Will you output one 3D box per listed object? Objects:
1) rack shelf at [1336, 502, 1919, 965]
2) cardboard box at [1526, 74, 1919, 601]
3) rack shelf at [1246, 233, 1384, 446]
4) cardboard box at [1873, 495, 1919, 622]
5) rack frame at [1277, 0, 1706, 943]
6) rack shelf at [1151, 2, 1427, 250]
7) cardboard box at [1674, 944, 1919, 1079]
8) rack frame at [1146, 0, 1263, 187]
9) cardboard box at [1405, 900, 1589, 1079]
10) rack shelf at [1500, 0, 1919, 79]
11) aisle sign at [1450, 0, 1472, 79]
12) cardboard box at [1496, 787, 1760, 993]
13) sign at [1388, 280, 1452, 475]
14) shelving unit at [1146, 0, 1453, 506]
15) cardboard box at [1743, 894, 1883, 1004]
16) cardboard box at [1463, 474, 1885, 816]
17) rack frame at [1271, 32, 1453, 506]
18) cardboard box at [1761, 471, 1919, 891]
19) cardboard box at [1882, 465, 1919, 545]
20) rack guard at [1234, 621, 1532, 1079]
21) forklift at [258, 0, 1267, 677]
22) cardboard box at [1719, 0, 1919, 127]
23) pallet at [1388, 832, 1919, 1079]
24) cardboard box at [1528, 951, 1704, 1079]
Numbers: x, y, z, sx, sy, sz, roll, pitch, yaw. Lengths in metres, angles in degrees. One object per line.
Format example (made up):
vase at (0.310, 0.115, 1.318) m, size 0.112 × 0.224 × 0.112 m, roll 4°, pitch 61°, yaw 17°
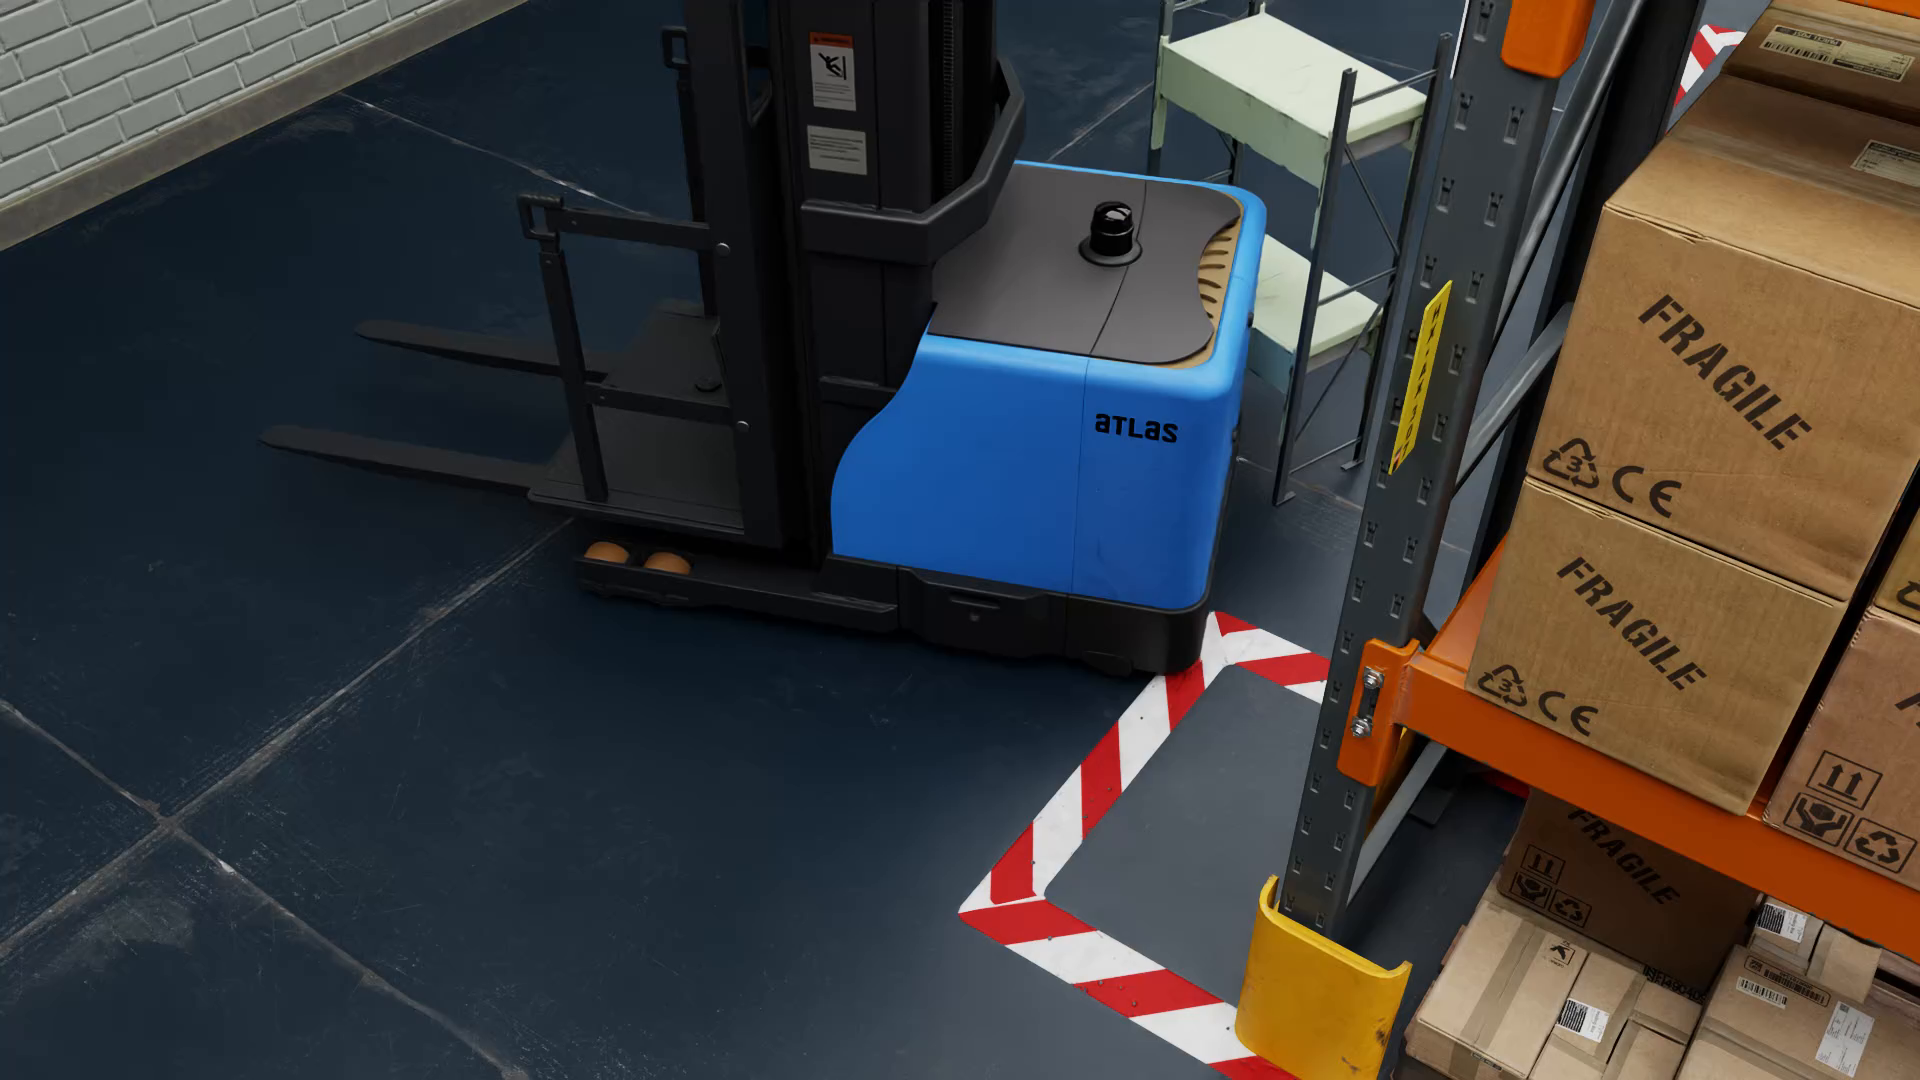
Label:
rack shelf at (2.678, 0.807, 2.638) m, size 4.000 × 0.370 × 1.077 m, roll 25°, pitch 48°, yaw 25°
cardboard box at (1.252, -0.323, 2.537) m, size 0.500 × 0.500 × 0.500 m, roll 27°, pitch 48°, yaw 27°
rack shelf at (0.968, -0.706, 5.403) m, size 0.431 × 0.370 × 0.720 m, roll -25°, pitch 48°, yaw -25°
cardboard box at (1.685, -0.127, 2.318) m, size 0.500 × 0.500 × 0.500 m, roll 26°, pitch 48°, yaw 26°
rack frame at (1.040, -0.227, 3.254) m, size 0.127 × 3.000 × 1.000 m, roll 25°, pitch 48°, yaw 25°
rack shelf at (0.968, -1.240, 4.926) m, size 0.431 × 0.370 × 0.720 m, roll -25°, pitch 48°, yaw -25°
cardboard box at (1.732, 1.188, 3.405) m, size 0.500 × 0.250 × 0.500 m, roll 25°, pitch 48°, yaw 25°
rack frame at (0.758, -1.149, 5.409) m, size 0.400 × 1.500 × 0.023 m, roll -25°, pitch 48°, yaw -25°
cardboard box at (1.186, 1.019, 3.669) m, size 0.250 × 0.149 × 0.380 m, roll 25°, pitch 48°, yaw 25°
rack shelf at (2.678, -0.311, 1.638) m, size 4.000 × 0.370 × 1.077 m, roll 25°, pitch 48°, yaw 25°
aisle sign at (0.816, -1.062, 2.237) m, size 0.004 × 0.787 × 0.394 m, roll 25°, pitch 48°, yaw 25°
cardboard box at (1.627, 0.614, 3.859) m, size 0.500 × 0.500 × 0.500 m, roll 25°, pitch 48°, yaw 25°
sign at (0.729, -0.253, 2.634) m, size 0.005 × 0.325 × 0.100 m, roll 25°, pitch 48°, yaw 25°
shelving unit at (0.968, -0.949, 5.186) m, size 0.431 × 1.500 × 0.755 m, roll -25°, pitch 48°, yaw -25°
cardboard box at (1.907, 0.943, 3.742) m, size 0.250 × 0.166 × 0.380 m, roll 25°, pitch 48°, yaw 25°
cardboard box at (1.252, 0.050, 2.870) m, size 0.500 × 0.500 × 0.500 m, roll 26°, pitch 48°, yaw 26°
rack frame at (1.178, -0.749, 4.963) m, size 0.400 × 1.500 × 0.023 m, roll -25°, pitch 48°, yaw -25°
cardboard box at (1.678, 0.244, 2.653) m, size 0.500 × 0.500 × 0.500 m, roll 25°, pitch 47°, yaw 25°
cardboard box at (1.990, -0.045, 2.975) m, size 0.500 × 0.500 × 0.500 m, roll 25°, pitch 48°, yaw 26°
rack guard at (1.103, 0.734, 4.055) m, size 0.348 × 0.500 × 1.175 m, roll 25°, pitch 48°, yaw 25°
forklift at (-0.681, -1.223, 4.419) m, size 3.031 × 2.935 × 1.130 m, roll 9°, pitch 43°, yaw 10°
cardboard box at (1.563, -0.617, 2.865) m, size 0.500 × 0.500 × 0.500 m, roll 25°, pitch 47°, yaw 25°
pallet at (1.756, 1.146, 3.811) m, size 1.213 × 0.211 × 1.003 m, roll 25°, pitch 48°, yaw 25°
cardboard box at (1.391, 1.109, 3.556) m, size 0.250 × 0.166 × 0.380 m, roll 25°, pitch 48°, yaw 25°
